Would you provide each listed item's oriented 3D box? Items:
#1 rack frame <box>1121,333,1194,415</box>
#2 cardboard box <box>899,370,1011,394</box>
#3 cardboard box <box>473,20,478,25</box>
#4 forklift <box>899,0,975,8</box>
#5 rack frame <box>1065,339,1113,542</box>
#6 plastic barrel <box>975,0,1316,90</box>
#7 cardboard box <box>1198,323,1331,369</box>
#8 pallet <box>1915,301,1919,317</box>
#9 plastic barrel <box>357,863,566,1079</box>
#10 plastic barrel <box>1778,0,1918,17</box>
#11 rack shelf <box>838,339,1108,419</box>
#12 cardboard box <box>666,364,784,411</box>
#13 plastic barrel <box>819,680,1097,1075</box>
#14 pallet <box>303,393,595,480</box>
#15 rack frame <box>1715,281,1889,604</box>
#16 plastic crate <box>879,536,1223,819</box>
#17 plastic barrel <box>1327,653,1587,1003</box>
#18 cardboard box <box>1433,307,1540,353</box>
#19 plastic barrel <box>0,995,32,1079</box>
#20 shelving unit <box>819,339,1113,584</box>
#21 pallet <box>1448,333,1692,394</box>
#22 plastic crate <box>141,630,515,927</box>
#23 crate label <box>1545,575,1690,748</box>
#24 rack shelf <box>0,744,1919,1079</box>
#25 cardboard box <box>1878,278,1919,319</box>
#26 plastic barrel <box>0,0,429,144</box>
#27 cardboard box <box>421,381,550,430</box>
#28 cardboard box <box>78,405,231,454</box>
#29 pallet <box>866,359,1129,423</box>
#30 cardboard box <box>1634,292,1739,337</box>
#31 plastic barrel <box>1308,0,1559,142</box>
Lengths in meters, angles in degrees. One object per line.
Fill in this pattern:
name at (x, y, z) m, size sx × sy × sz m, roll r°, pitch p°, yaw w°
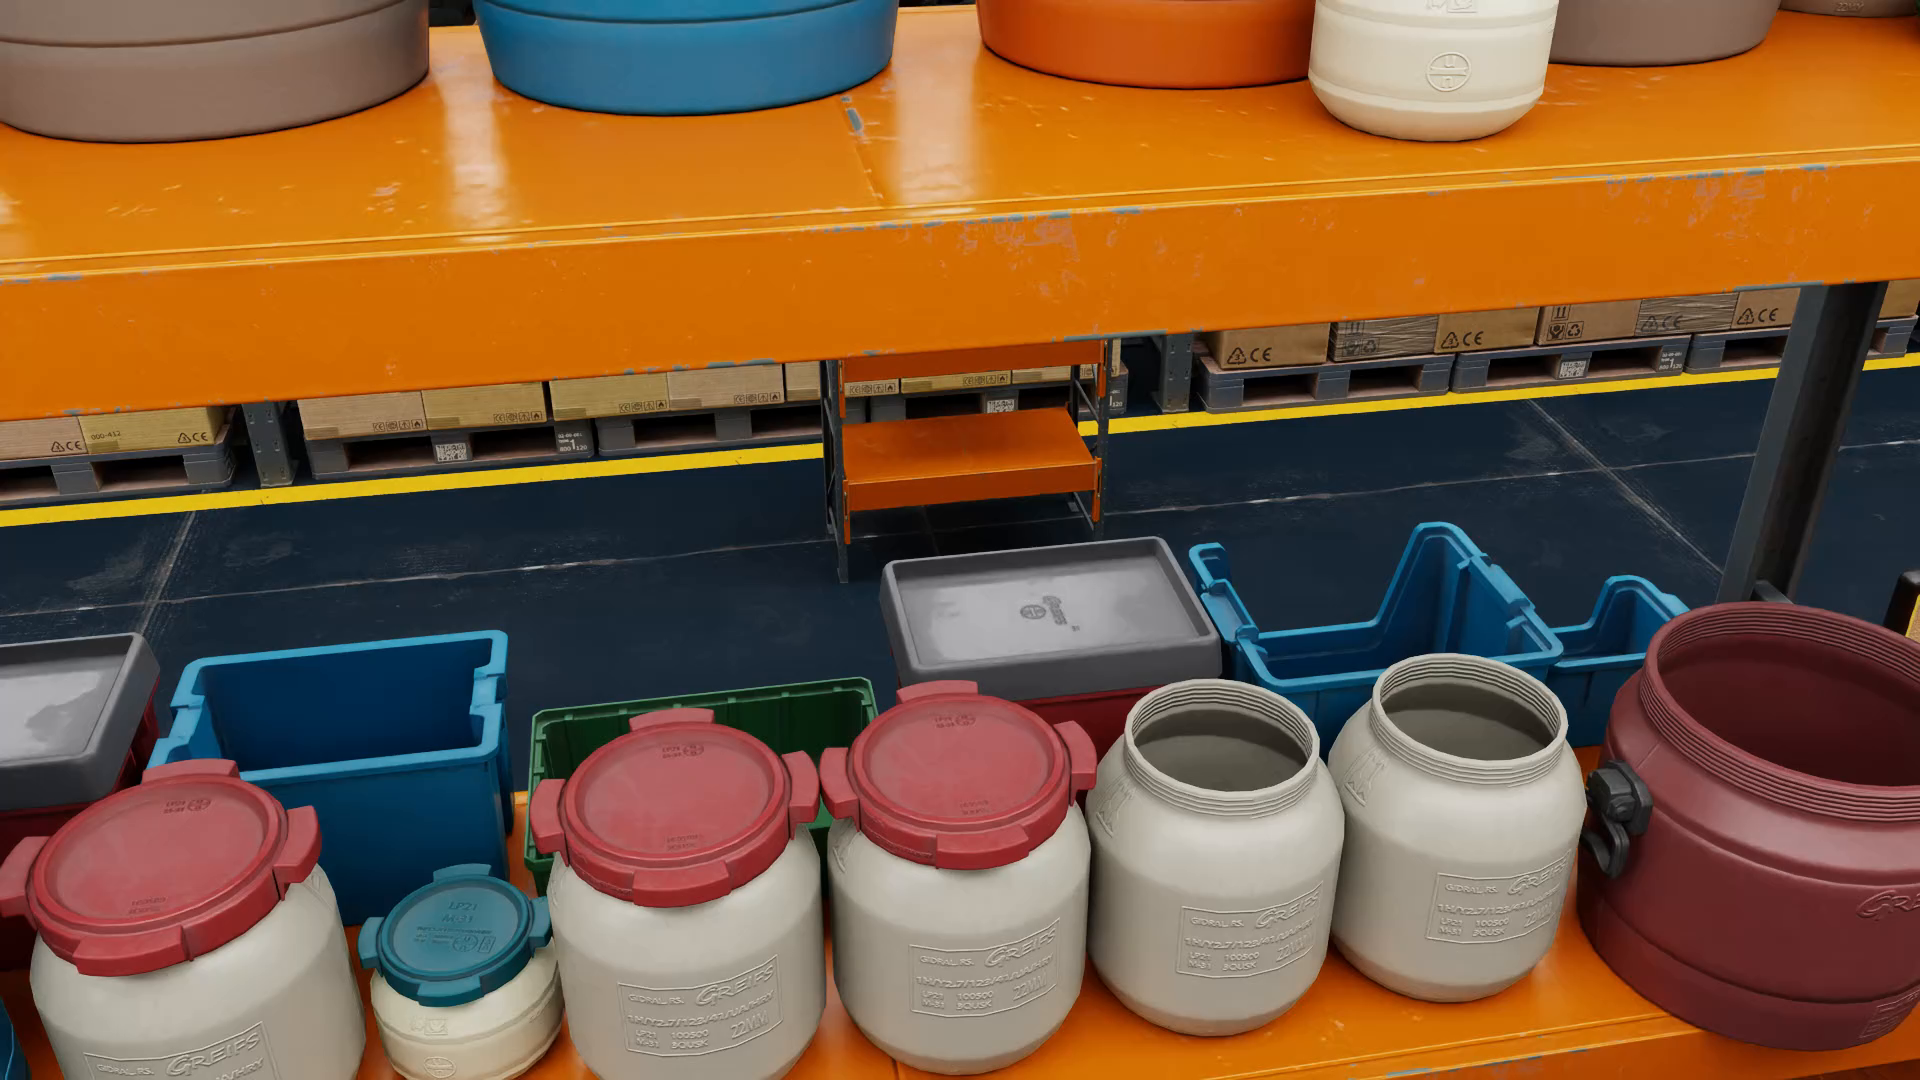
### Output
rack frame at (0.916, -2.130, 7.413) m, size 0.127 × 3.000 × 1.000 m, roll -5°, pitch 31°, yaw -9°
cardboard box at (-0.064, -0.907, 7.632) m, size 0.500 × 0.250 × 0.500 m, roll -6°, pitch 31°, yaw -10°
cardboard box at (-1.742, -1.918, 6.954) m, size 0.500 × 0.500 × 0.500 m, roll -3°, pitch 31°, yaw -5°
forklift at (-0.192, -3.290, 9.454) m, size 3.031 × 2.935 × 1.130 m, roll -9°, pitch 32°, yaw -15°
rack frame at (0.507, -0.532, 6.545) m, size 0.032 × 1.125 × 0.500 m, roll -5°, pitch 31°, yaw -9°
plastic barrel at (0.314, -1.112, 2.299) m, size 0.708 × 0.830 × 0.600 m, roll -5°, pitch 31°, yaw -9°
cardboard box at (1.415, -1.141, 7.764) m, size 0.500 × 0.500 × 0.500 m, roll -4°, pitch 31°, yaw -7°
pallet at (5.526, -1.355, 8.847) m, size 1.213 × 0.211 × 1.003 m, roll -5°, pitch 31°, yaw -9°
plastic barrel at (-0.800, 0.720, 2.702) m, size 0.301 × 0.262 × 0.301 m, roll 0°, pitch 30°, yaw 0°
plastic barrel at (1.444, -1.126, 2.636) m, size 0.421 × 0.512 × 0.421 m, roll 0°, pitch 30°, yaw 0°
rack shelf at (0.007, -0.738, 6.318) m, size 1.000 × 0.278 × 0.538 m, roll -5°, pitch 31°, yaw -9°
cardboard box at (-1.065, -0.815, 7.475) m, size 0.500 × 0.250 × 0.500 m, roll -5°, pitch 31°, yaw -8°
plastic barrel at (-0.002, 0.562, 2.701) m, size 0.433 × 0.535 × 0.433 m, roll 0°, pitch 30°, yaw 0°
pallet at (-2.301, -0.650, 7.647) m, size 1.213 × 0.211 × 1.003 m, roll -5°, pitch 31°, yaw -9°
rack frame at (1.805, 0.340, 3.213) m, size 0.127 × 3.000 × 1.000 m, roll -5°, pitch 31°, yaw -9°
plastic crate at (0.160, 0.307, 3.205) m, size 0.583 × 0.464 × 0.402 m, roll -5°, pitch 31°, yaw -9°
plastic barrel at (0.831, 0.492, 2.844) m, size 0.421 × 0.512 × 0.421 m, roll 0°, pitch 30°, yaw 0°
cardboard box at (2.424, -1.235, 7.923) m, size 0.500 × 0.500 × 0.500 m, roll -6°, pitch 31°, yaw -10°
plastic barrel at (-1.695, 0.605, 2.268) m, size 0.708 × 0.901 × 0.600 m, roll -5°, pitch 31°, yaw -9°
shelving unit at (0.007, -0.486, 6.466) m, size 1.048 × 1.125 × 0.538 m, roll -5°, pitch 31°, yaw -9°
pallet at (2.855, -1.087, 8.391) m, size 1.213 × 0.211 × 1.003 m, roll -5°, pitch 31°, yaw -9°
plastic crate at (-1.101, 0.456, 3.031) m, size 0.575 × 0.384 × 0.392 m, roll -5°, pitch 31°, yaw -9°
crate label at (1.323, 0.264, 3.508) m, size 0.416 × 0.233 × 0.303 m, roll -5°, pitch 31°, yaw -9°
rack shelf at (-0.163, 0.833, 3.085) m, size 4.000 × 0.370 × 1.077 m, roll -5°, pitch 31°, yaw -9°
cardboard box at (4.417, -1.420, 8.237) m, size 0.500 × 0.500 × 0.500 m, roll -5°, pitch 31°, yaw -9°
plastic barrel at (-1.026, -1.018, 2.069) m, size 0.600 × 0.901 × 0.600 m, roll 0°, pitch 30°, yaw 0°
cardboard box at (-2.074, -0.720, 7.314) m, size 0.500 × 0.250 × 0.500 m, roll -5°, pitch 31°, yaw -8°
cardboard box at (-3.435, -0.609, 7.126) m, size 0.500 × 0.250 × 0.500 m, roll -5°, pitch 31°, yaw -9°
pallet at (0.099, -0.872, 8.025) m, size 1.213 × 0.211 × 1.003 m, roll -5°, pitch 31°, yaw -9°
cardboard box at (3.436, -1.333, 8.090) m, size 0.500 × 0.500 × 0.500 m, roll -5°, pitch 31°, yaw -8°
plastic barrel at (0.596, -0.661, 2.092) m, size 0.301 × 0.262 × 0.301 m, roll 0°, pitch 30°, yaw 0°
